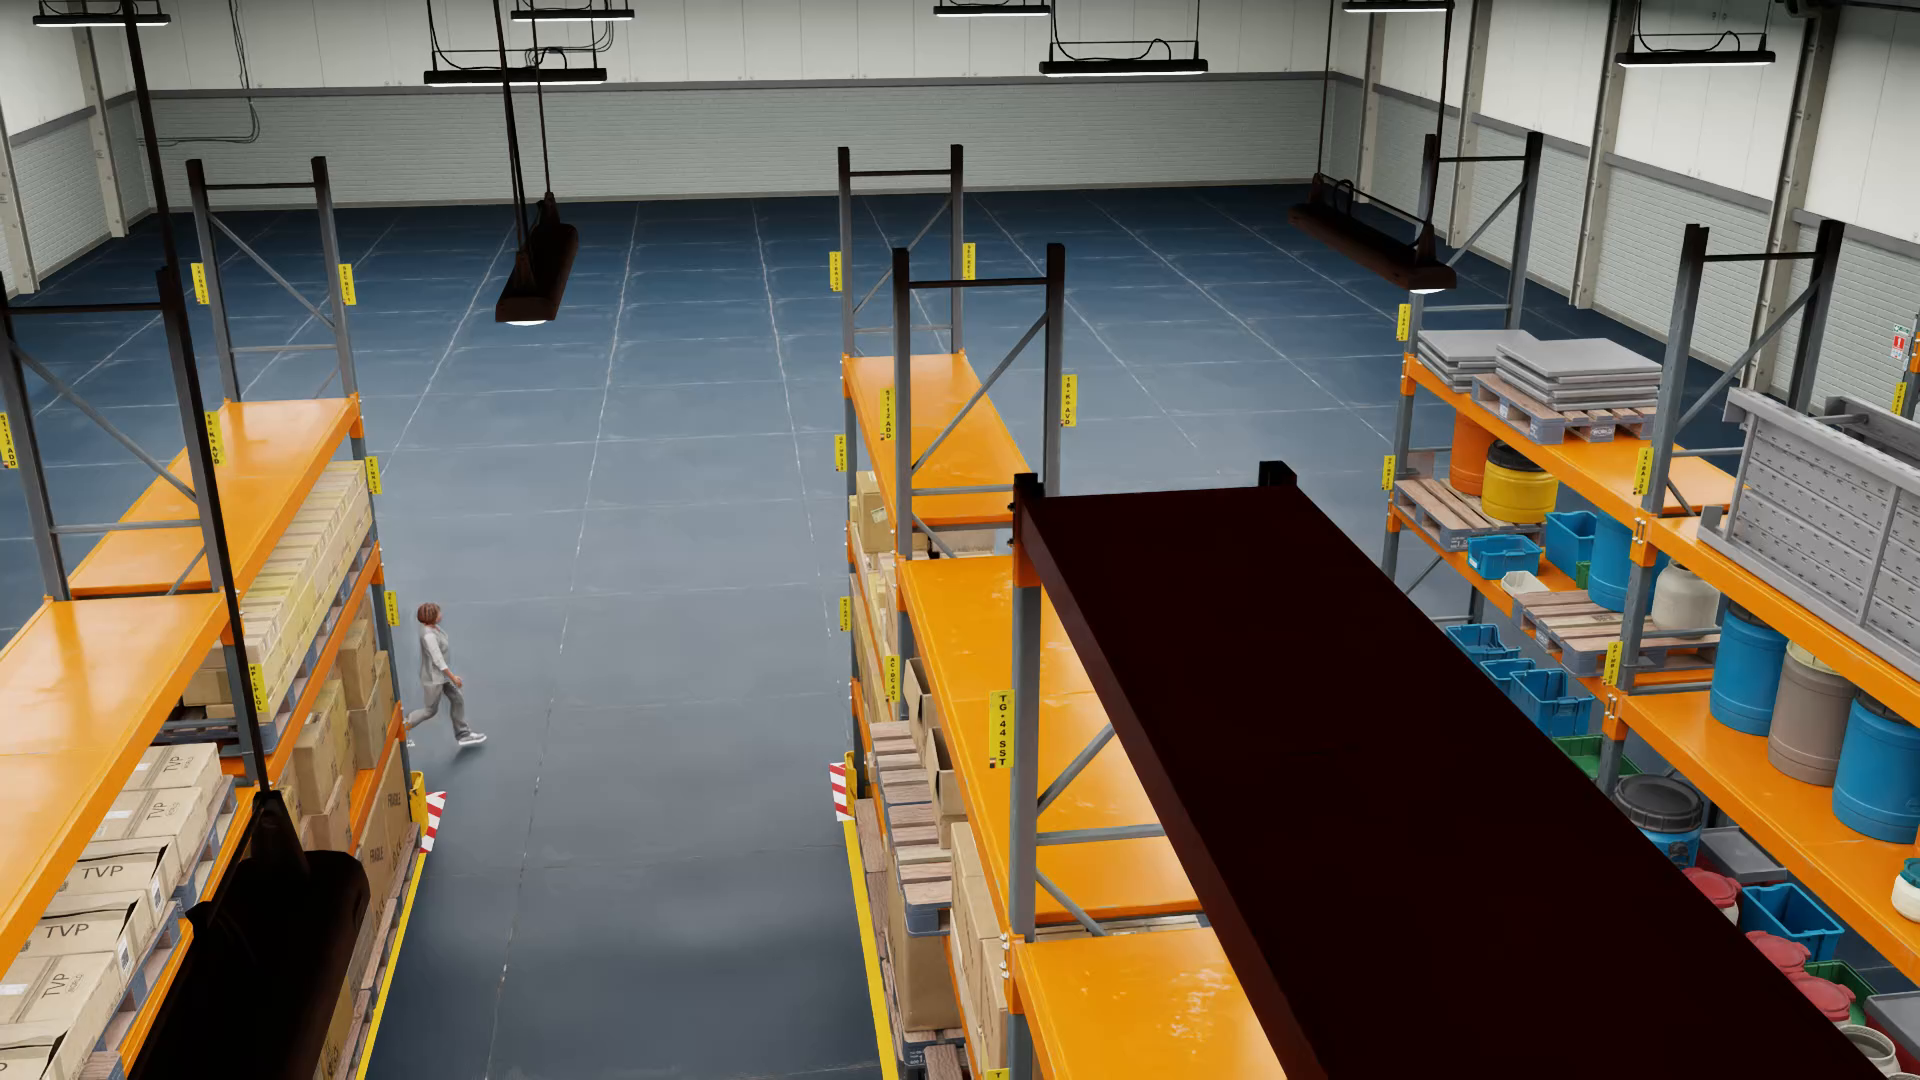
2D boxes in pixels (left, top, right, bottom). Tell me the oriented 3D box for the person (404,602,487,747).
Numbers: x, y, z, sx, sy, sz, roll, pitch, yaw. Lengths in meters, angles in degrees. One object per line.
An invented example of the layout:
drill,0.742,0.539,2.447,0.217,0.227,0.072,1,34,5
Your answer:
person,-5.153,1.321,16.160,0.922,1.545,0.430,-7,23,-17
